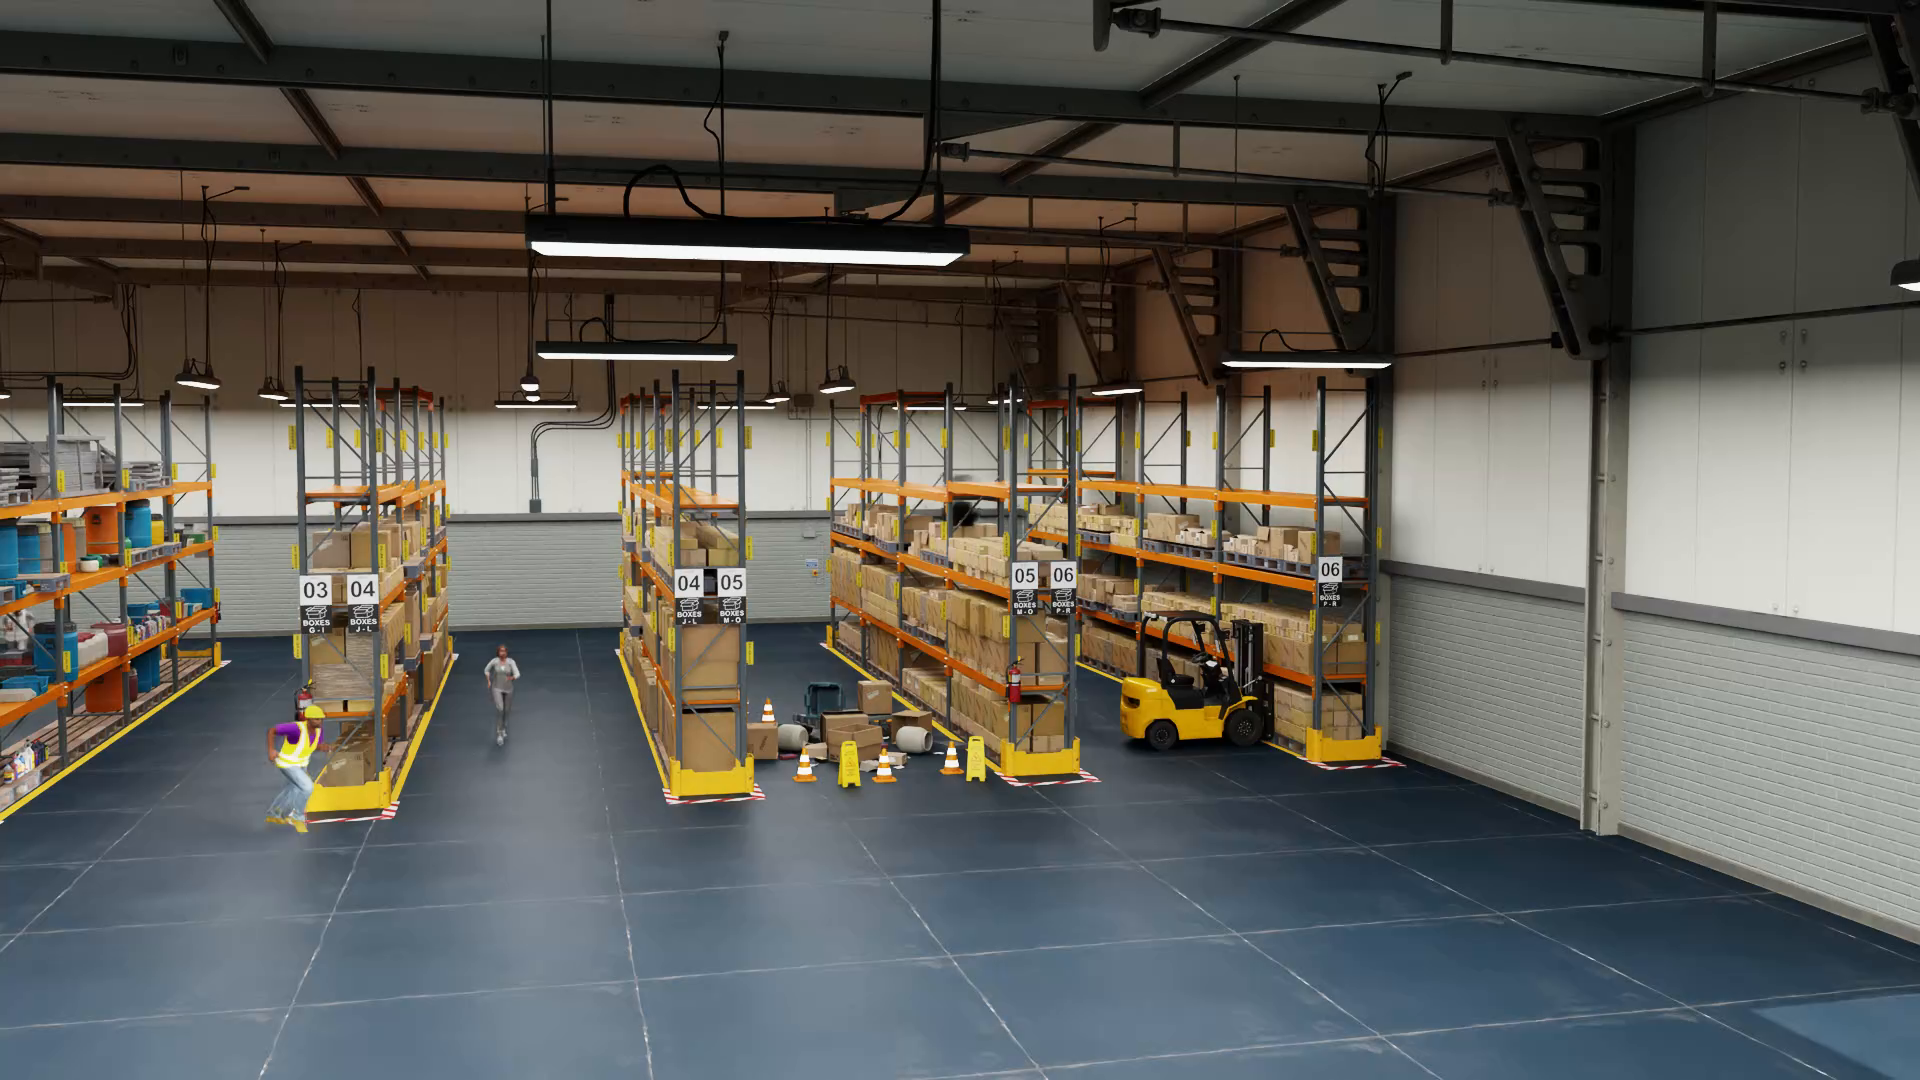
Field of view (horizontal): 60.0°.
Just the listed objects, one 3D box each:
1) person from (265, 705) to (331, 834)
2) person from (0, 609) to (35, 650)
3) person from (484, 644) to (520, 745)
[{"bbox_3d":[-8.519,2.936,21.242,0.976,1.681,0.753,1,4,21],"label":"person"},{"bbox_3d":[-19.565,2.078,34.500,0.648,1.785,1.036,-1,4,-21],"label":"person"},{"bbox_3d":[-7.597,2.548,27.624,0.540,1.618,0.712,-2,4,-24],"label":"person"}]
